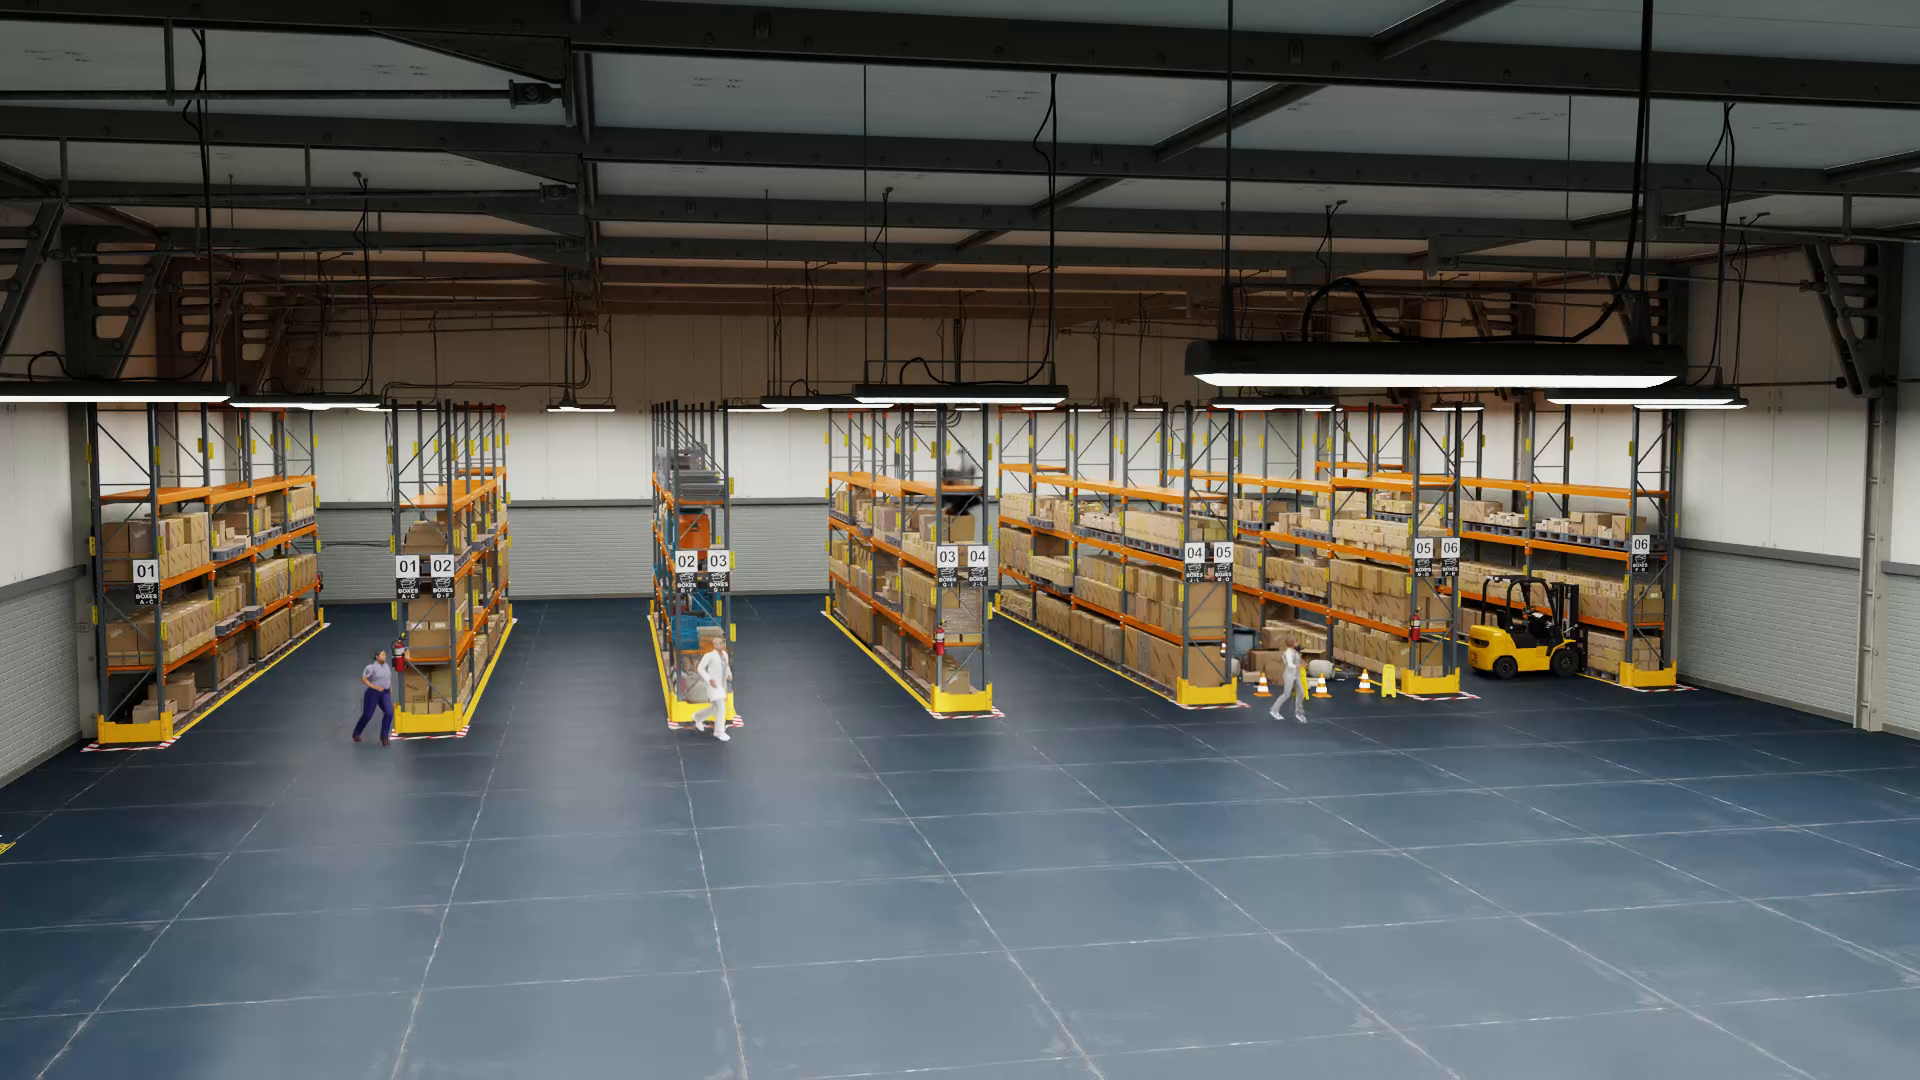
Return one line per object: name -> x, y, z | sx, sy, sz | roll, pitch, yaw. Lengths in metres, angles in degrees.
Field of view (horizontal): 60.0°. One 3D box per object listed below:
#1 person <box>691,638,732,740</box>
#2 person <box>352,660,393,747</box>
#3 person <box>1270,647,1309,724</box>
person -> -4.384, 2.615, 29.555 | 0.887, 1.797, 0.721 | 2, 5, 28
person -> -10.147, 2.837, 28.967 | 0.775, 1.482, 0.675 | 3, 5, 35
person -> 6.109, 2.698, 30.857 | 0.707, 1.420, 0.516 | 3, 5, 30
